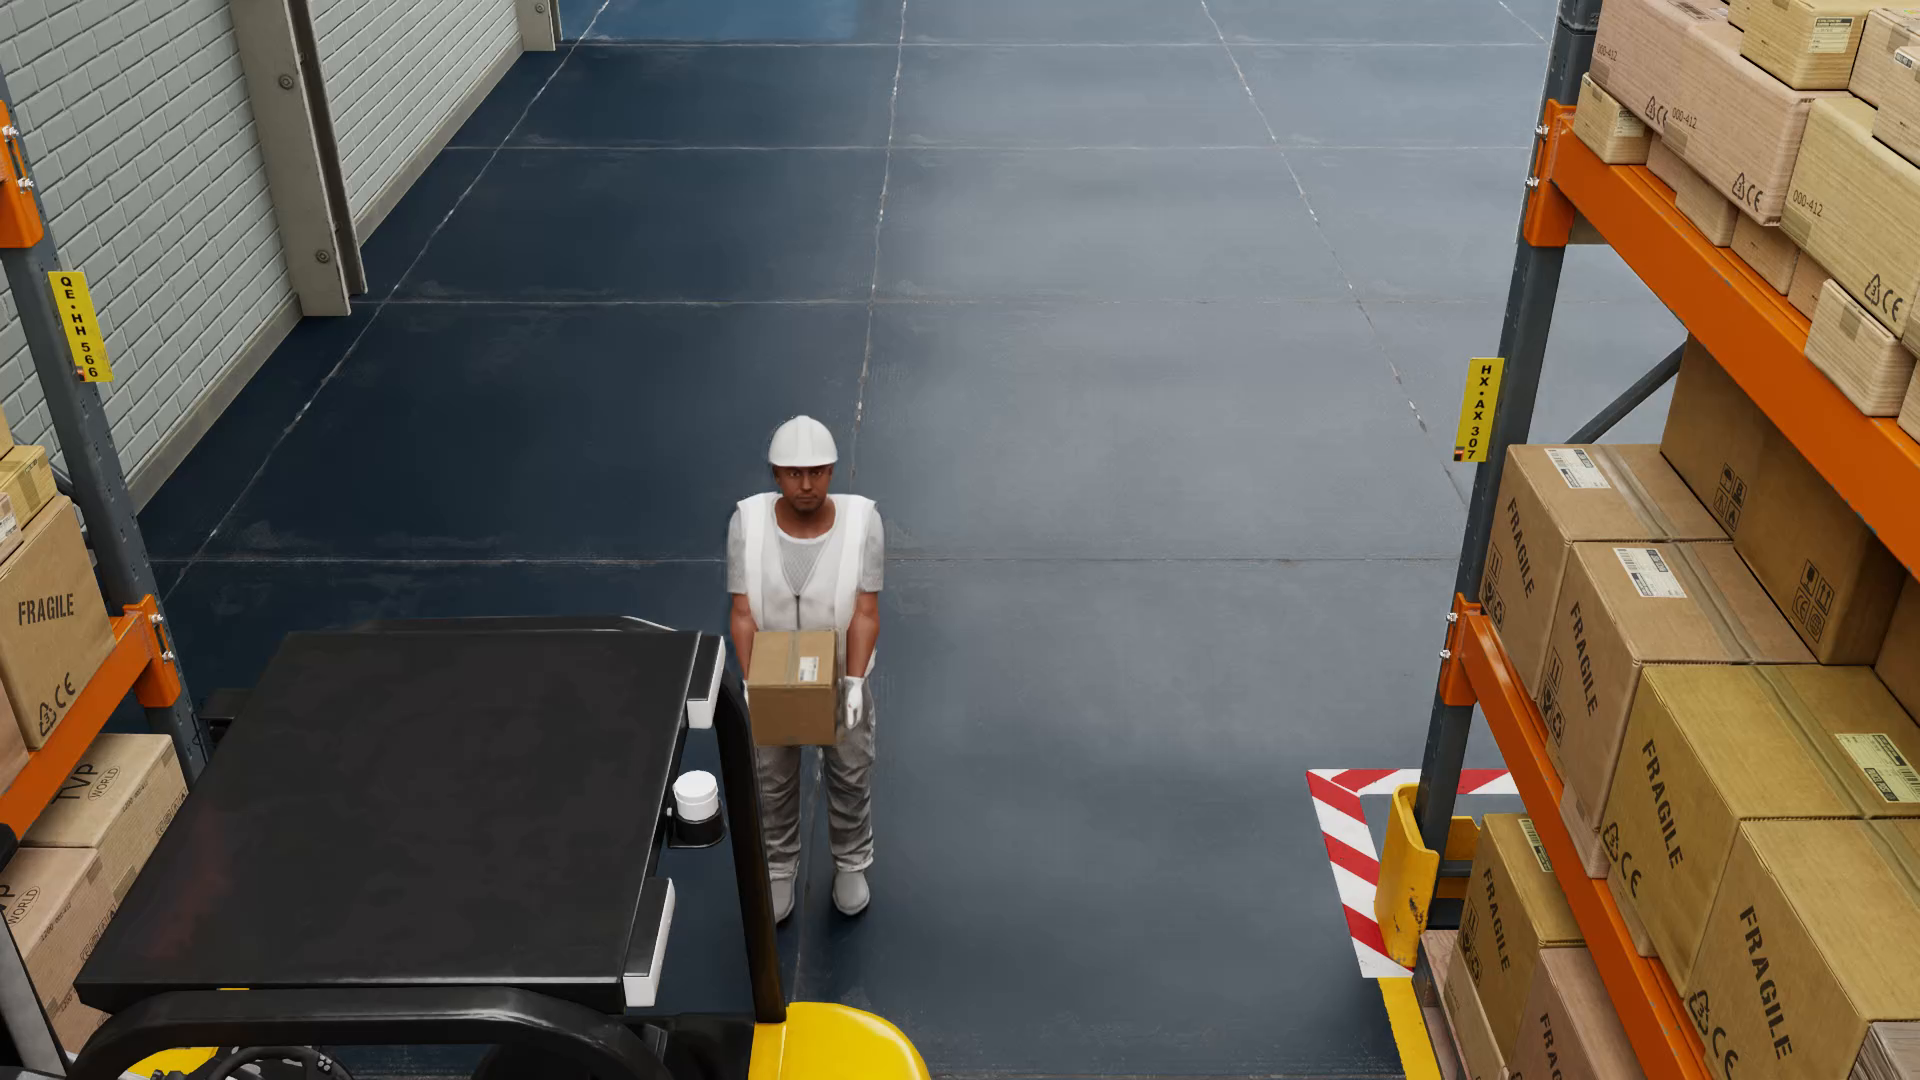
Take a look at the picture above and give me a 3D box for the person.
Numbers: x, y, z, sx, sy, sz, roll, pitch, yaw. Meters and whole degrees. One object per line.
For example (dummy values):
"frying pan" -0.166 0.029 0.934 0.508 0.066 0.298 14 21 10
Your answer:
"person" -0.479 0.482 5.321 0.495 1.784 0.573 -1 31 -1
